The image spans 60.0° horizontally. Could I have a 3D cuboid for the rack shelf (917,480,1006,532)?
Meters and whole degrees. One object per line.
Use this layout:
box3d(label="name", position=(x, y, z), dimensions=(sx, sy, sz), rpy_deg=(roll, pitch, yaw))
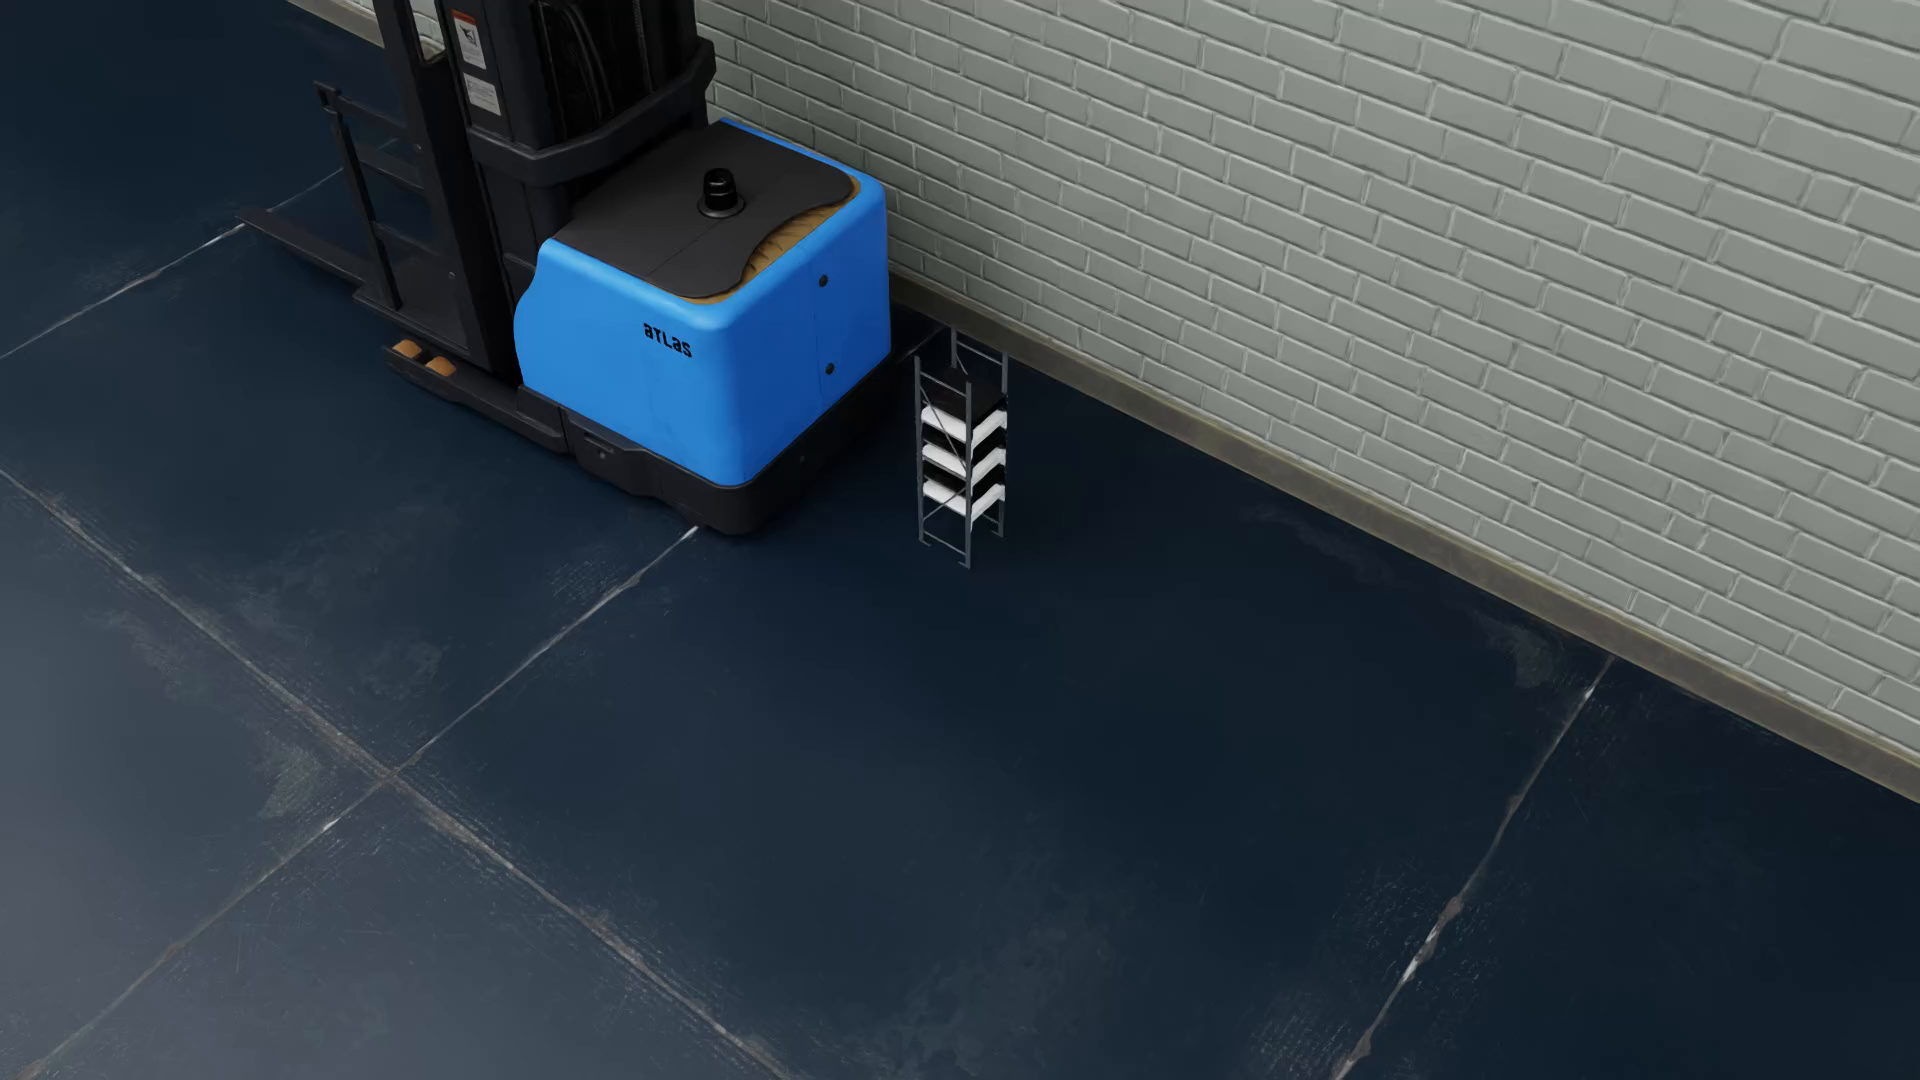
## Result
box3d(label="rack shelf", position=(0.005, -0.168, 6.083), dimensions=(0.258, 0.077, 0.200), rpy_deg=(29, 53, 25))

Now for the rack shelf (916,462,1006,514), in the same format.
box3d(label="rack shelf", position=(0.005, -0.230, 6.018), dimensions=(0.258, 0.077, 0.200), rpy_deg=(29, 53, 25))

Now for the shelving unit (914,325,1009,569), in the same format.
box3d(label="shelving unit", position=(0.005, -0.315, 5.929), dimensions=(0.258, 0.900, 0.210), rpy_deg=(29, 53, 25))

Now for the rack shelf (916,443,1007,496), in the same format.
box3d(label="rack shelf", position=(0.005, -0.292, 5.953), dimensions=(0.258, 0.077, 0.200), rpy_deg=(29, 53, 25))

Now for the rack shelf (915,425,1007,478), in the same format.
box3d(label="rack shelf", position=(0.005, -0.355, 5.888), dimensions=(0.258, 0.077, 0.200), rpy_deg=(29, 53, 25))

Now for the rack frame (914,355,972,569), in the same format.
box3d(label="rack frame", position=(-0.057, -0.257, 5.873), dimensions=(0.240, 0.900, 0.006), rpy_deg=(29, 53, 25))

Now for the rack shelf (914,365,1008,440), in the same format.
box3d(label="rack shelf", position=(0.005, -0.479, 5.758), dimensions=(0.258, 0.077, 0.200), rpy_deg=(29, 53, 25))

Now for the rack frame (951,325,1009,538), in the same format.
box3d(label="rack frame", position=(0.067, -0.374, 5.985), dimensions=(0.240, 0.900, 0.006), rpy_deg=(29, 53, 25))

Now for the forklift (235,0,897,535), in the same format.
box3d(label="forklift", position=(-1.758, -1.883, 6.022), dimensions=(3.031, 2.935, 1.130), rpy_deg=(26, 52, 23))

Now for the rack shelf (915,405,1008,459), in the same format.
box3d(label="rack shelf", position=(0.005, -0.417, 5.823), dimensions=(0.258, 0.077, 0.200), rpy_deg=(29, 53, 25))
